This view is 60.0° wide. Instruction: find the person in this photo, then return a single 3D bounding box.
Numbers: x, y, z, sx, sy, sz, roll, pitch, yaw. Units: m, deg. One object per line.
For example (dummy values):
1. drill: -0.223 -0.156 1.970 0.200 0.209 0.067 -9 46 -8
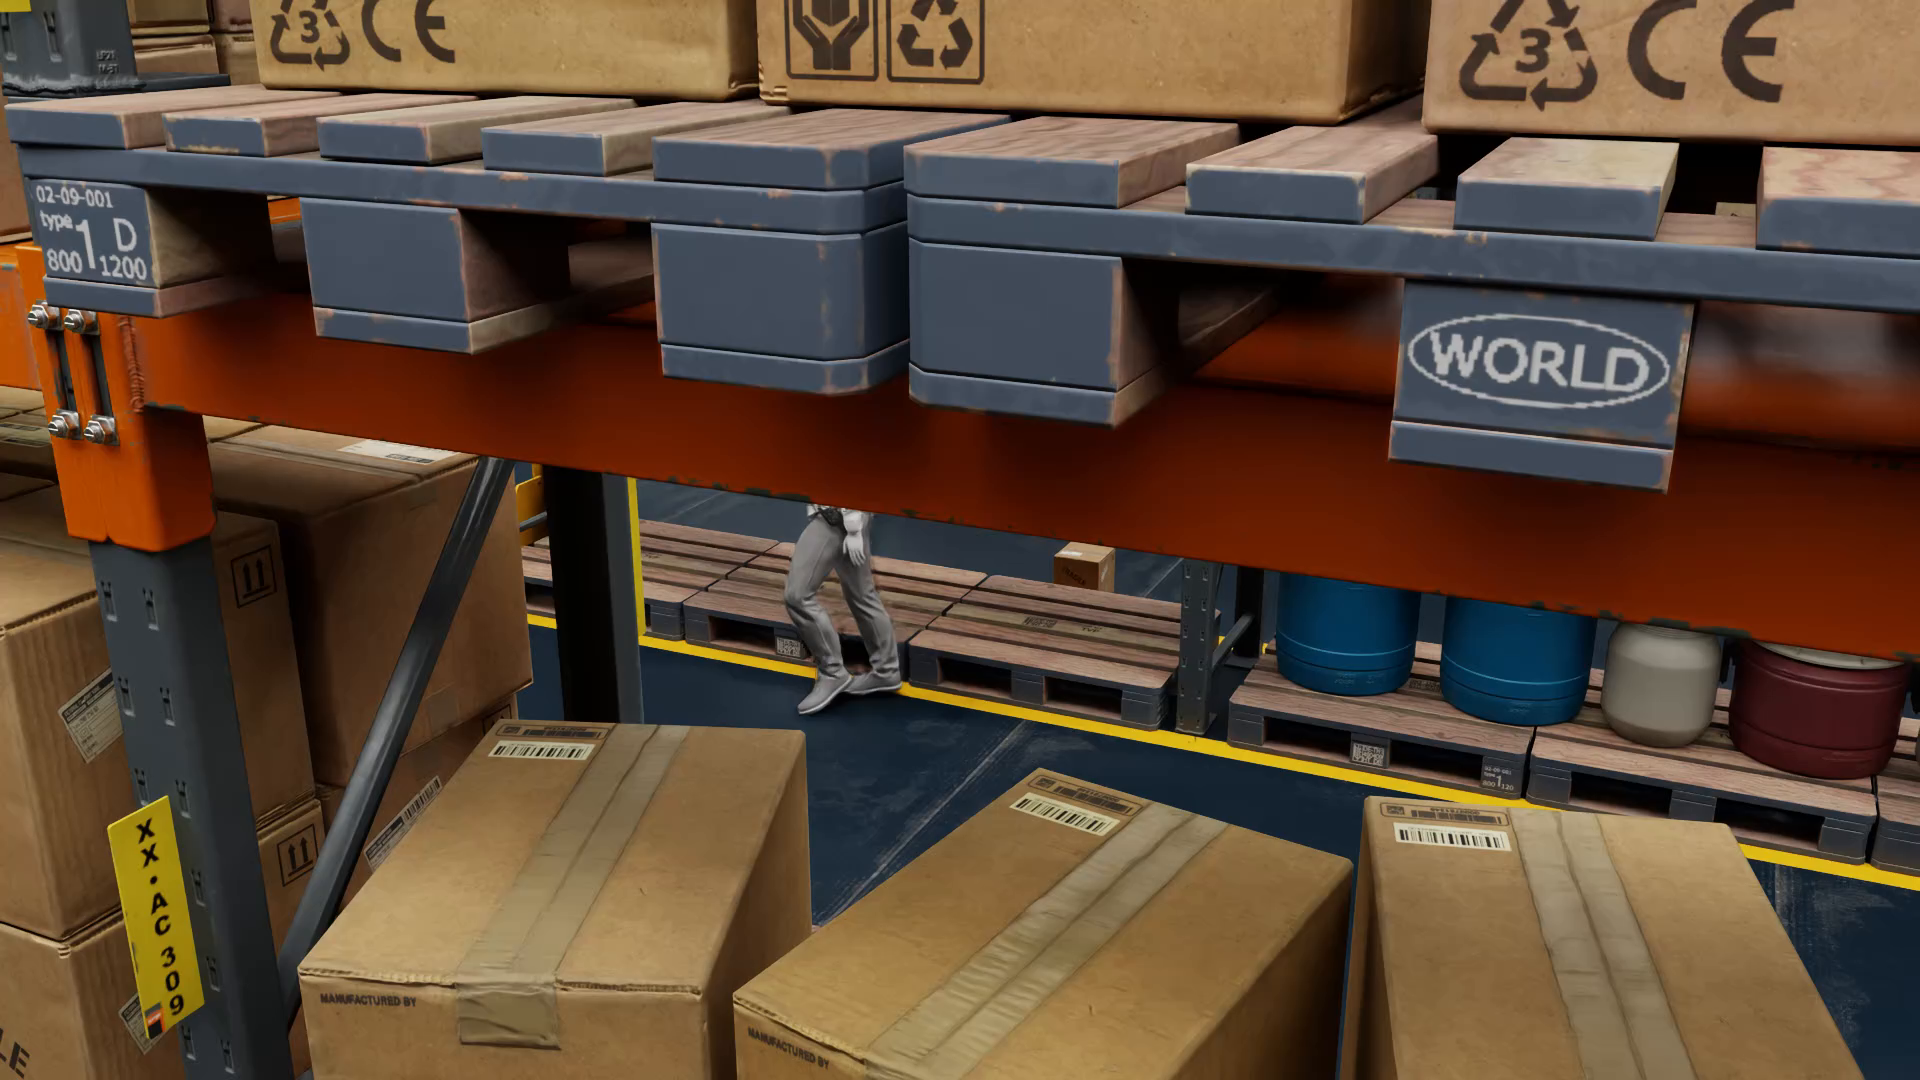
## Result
1. person: -0.517 -0.088 7.281 0.514 1.692 0.512 0 19 1
